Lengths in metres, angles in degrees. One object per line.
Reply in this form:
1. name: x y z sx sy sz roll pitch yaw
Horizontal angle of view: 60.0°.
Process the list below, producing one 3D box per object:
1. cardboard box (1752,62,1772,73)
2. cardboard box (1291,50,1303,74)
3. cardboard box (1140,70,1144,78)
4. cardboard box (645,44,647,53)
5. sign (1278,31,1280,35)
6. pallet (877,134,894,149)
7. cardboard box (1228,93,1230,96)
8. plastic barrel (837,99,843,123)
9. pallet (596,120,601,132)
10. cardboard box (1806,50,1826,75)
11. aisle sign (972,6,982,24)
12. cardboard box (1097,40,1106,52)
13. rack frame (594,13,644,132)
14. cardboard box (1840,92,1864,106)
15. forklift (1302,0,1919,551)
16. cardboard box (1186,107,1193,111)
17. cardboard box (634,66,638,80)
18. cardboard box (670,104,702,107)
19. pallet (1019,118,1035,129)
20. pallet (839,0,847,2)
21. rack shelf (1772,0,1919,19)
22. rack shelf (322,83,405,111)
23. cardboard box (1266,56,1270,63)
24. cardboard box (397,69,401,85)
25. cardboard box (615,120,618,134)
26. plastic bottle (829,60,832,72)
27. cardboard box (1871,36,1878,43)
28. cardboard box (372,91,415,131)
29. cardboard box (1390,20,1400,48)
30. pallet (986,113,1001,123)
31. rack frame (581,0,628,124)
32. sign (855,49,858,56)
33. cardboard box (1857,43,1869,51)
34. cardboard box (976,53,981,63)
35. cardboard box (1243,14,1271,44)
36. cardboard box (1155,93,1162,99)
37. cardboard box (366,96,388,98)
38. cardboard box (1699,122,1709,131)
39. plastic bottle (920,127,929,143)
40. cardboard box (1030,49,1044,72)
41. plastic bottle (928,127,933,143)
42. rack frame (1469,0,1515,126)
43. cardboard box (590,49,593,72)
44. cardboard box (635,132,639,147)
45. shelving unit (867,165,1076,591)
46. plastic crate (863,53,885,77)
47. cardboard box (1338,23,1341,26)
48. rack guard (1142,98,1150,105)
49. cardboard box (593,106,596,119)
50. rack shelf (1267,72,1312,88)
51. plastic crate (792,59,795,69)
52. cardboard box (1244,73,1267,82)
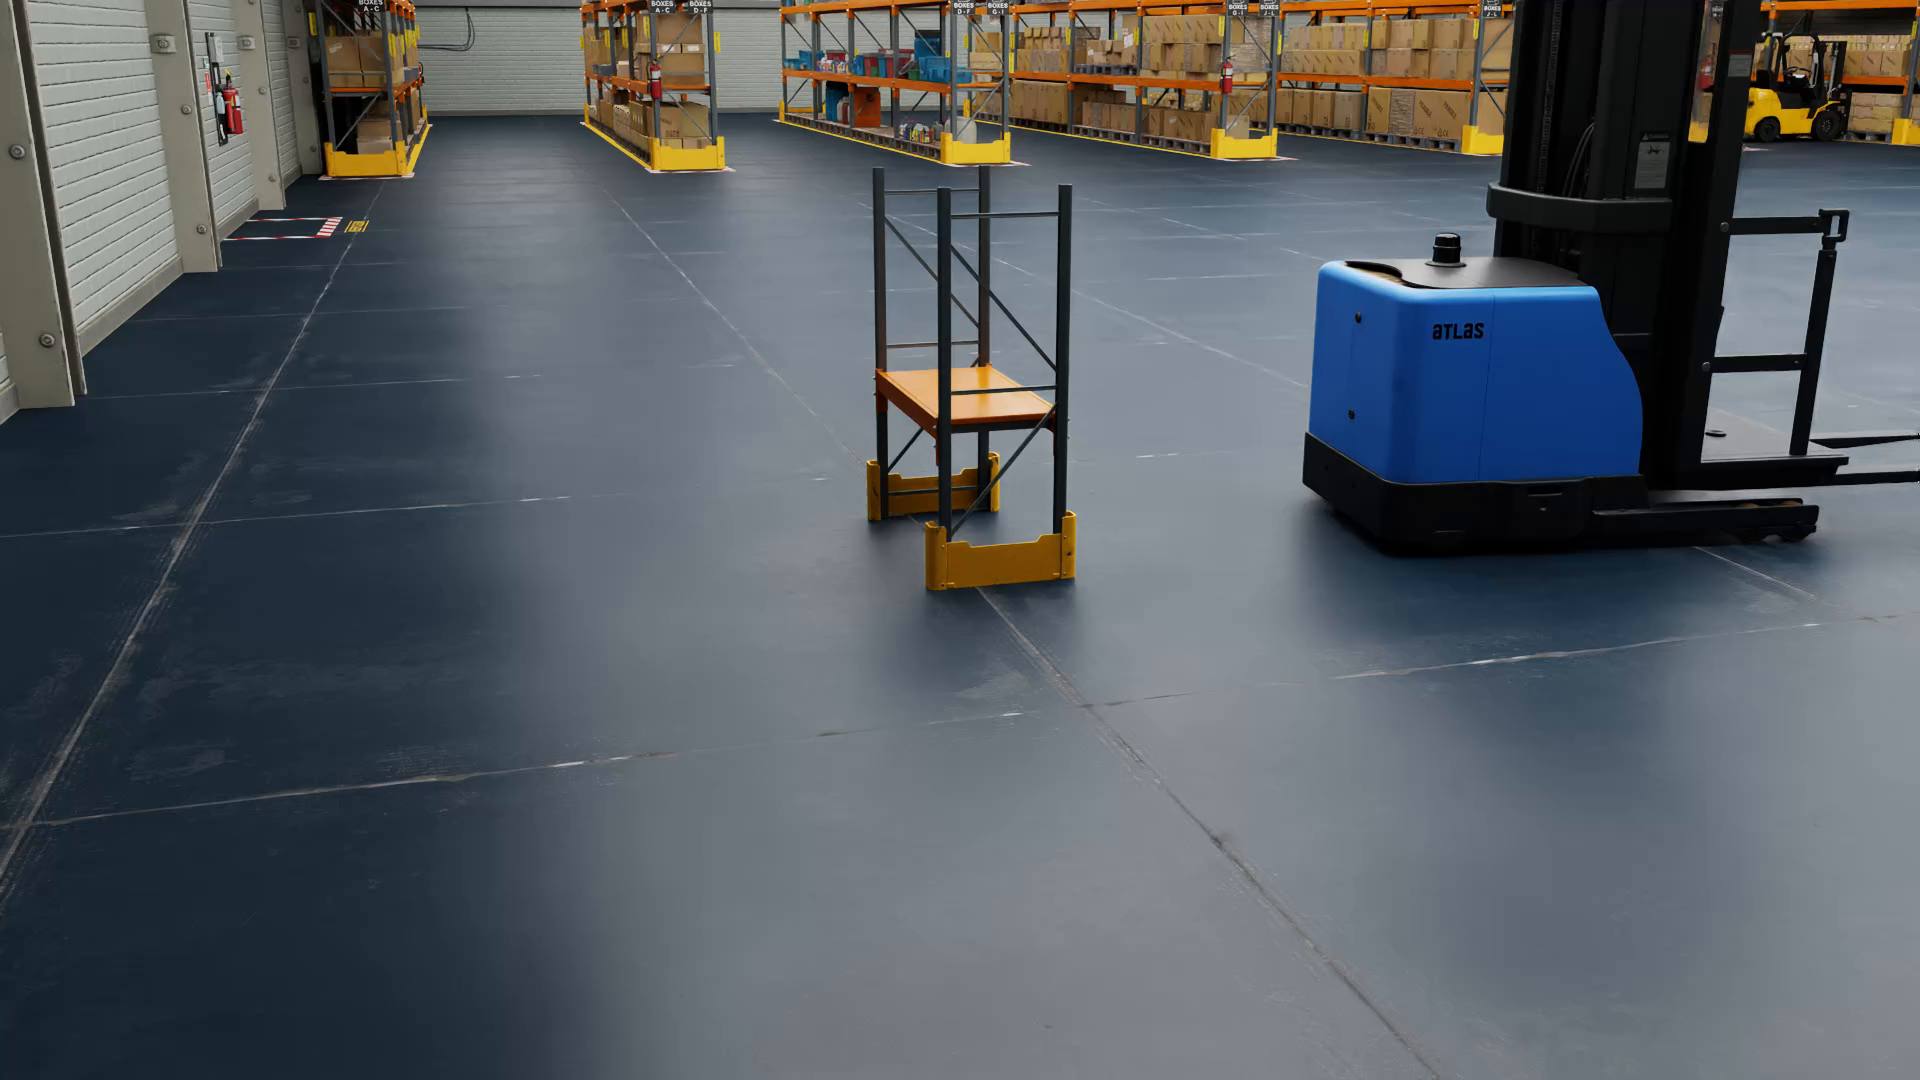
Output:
1. cardboard box: 17.903 -10.604 37.300 0.500 0.250 0.500 -4 17 -14
2. cardboard box: 7.697 -10.613 36.894 0.500 0.500 0.500 -5 17 -16
3. cardboard box: 3.763 -9.176 32.724 0.380 0.149 0.250 -5 17 -15
4. cardboard box: -5.150 -8.369 28.299 0.380 0.149 0.250 -5 17 -16
5. sign: 7.172 -11.322 37.554 0.100 0.325 0.005 -5 17 -15
6. pallet: -1.022 -7.867 32.775 1.003 0.211 1.213 -5 17 -15
7. cardboard box: 6.689 -10.948 40.496 0.500 0.250 0.500 -4 17 -14
8. plastic barrel: -2.570 -9.700 37.624 0.421 0.512 0.421 0 17 0
9. pallet: -7.919 -9.665 38.761 1.003 0.211 1.213 -5 17 -15
10. cardboard box: 18.464 -10.179 35.450 0.500 0.500 0.500 -5 17 -16
11. aisle sign: 0.387 -13.940 43.628 0.394 0.787 0.004 -5 17 -15
12. cardboard box: 3.331 -10.443 35.599 0.700 0.500 0.500 -2 17 -7
13. rack frame: -7.731 -10.811 37.728 1.000 3.000 0.127 -5 17 -15
14. cardboard box: 18.672 -9.196 34.663 0.500 0.250 0.500 -4 17 -15
15. forklift: 3.121 -1.538 6.977 3.031 2.935 1.130 -3 17 -9
16. cardboard box: 6.031 -11.021 42.653 0.380 0.149 0.250 -5 18 -17
17. cardboard box: -5.951 -8.762 31.141 0.396 0.266 0.258 -5 17 -17
18. cardboard box: -4.656 -7.176 28.374 0.500 0.500 0.500 -5 17 -15
19. pallet: 2.079 -10.050 40.042 1.003 0.211 1.213 -5 17 -15
20. pallet: -1.984 -11.660 35.670 1.003 0.211 1.213 -5 17 -15
21. rack shelf: 18.843 -11.096 34.713 1.077 0.370 4.000 -5 17 -15
22. rack shelf: -9.745 -7.307 27.315 1.077 0.370 4.000 -5 17 -15
23. cardboard box: 7.113 -11.032 38.170 0.380 0.149 0.250 -4 17 -14
24. cardboard box: -9.315 -7.480 26.867 0.500 0.250 0.500 -5 17 -16
25. cardboard box: -6.631 -8.281 33.357 0.500 0.250 0.500 -5 17 -17
26. plastic bottle: -2.883 -10.627 37.340 0.097 0.271 0.097 0 17 0
27. cardboard box: 18.899 -10.245 34.025 0.380 0.149 0.250 -5 17 -15
28. cardboard box: -11.470 -8.697 33.698 0.750 0.750 0.750 -5 17 -16
29. cardboard box: 9.121 -10.085 33.176 0.875 0.550 0.550 -5 17 -15
30. pallet: 1.322 -10.812 42.579 1.003 0.211 1.213 -5 17 -15
31. rack frame: -8.830 -11.917 41.411 1.000 3.000 0.127 -5 17 -15
32. sign: -2.438 -11.377 39.131 0.100 0.325 0.005 -5 17 -15
33. cardboard box: 18.741 -10.167 34.285 0.380 0.149 0.250 -5 18 -17
34. cardboard box: 0.717 -12.473 43.004 0.500 0.250 0.500 -5 17 -16
35. cardboard box: 5.204 -9.116 29.658 0.500 0.500 0.500 -5 17 -15
36. cardboard box: 5.447 -11.866 44.432 0.380 0.149 0.250 -5 17 -15
37. cardboard box: -11.049 -8.327 31.735 0.500 0.250 0.500 -4 17 -14
38. cardboard box: 14.665 -8.186 33.040 0.500 0.250 0.500 -5 17 -16
39. plastic bottle: -0.639 -7.333 30.121 0.152 0.276 0.135 -5 17 -15
40. cardboard box: 1.957 -11.216 38.904 0.500 0.500 0.500 -5 17 -17
41. plastic bottle: -0.537 -7.346 30.149 0.061 0.283 0.133 -5 17 -15
42. rack frame: 9.889 -8.638 30.494 1.000 3.000 0.127 -5 17 -15
43. cardboard box: -8.402 -11.261 39.053 0.500 0.500 0.500 -4 17 -14
44. cardboard box: -5.432 -7.052 29.266 0.500 0.250 0.500 -5 17 -15
45. shelving unit: 0.021 -0.697 6.666 0.587 1.500 1.083 -5 17 -15
46. plastic crate: -1.718 -9.654 33.767 0.402 0.464 0.583 -5 17 -15
47. cardboard box: 10.398 -13.840 44.773 0.380 0.149 0.250 -5 17 -15
48. rack guard: 5.513 -11.845 45.517 1.175 0.500 0.348 -5 17 -15
49. cardboard box: -8.367 -10.076 39.192 0.500 0.311 0.500 -5 17 -15
50. rack shelf: 7.141 -11.059 39.806 1.077 0.370 4.000 -5 17 -15
51. plastic crate: -3.954 -11.798 41.200 0.416 0.233 0.300 -5 17 -15
52. cardboard box: 5.244 -8.251 29.643 0.380 0.149 0.250 -5 17 -15
